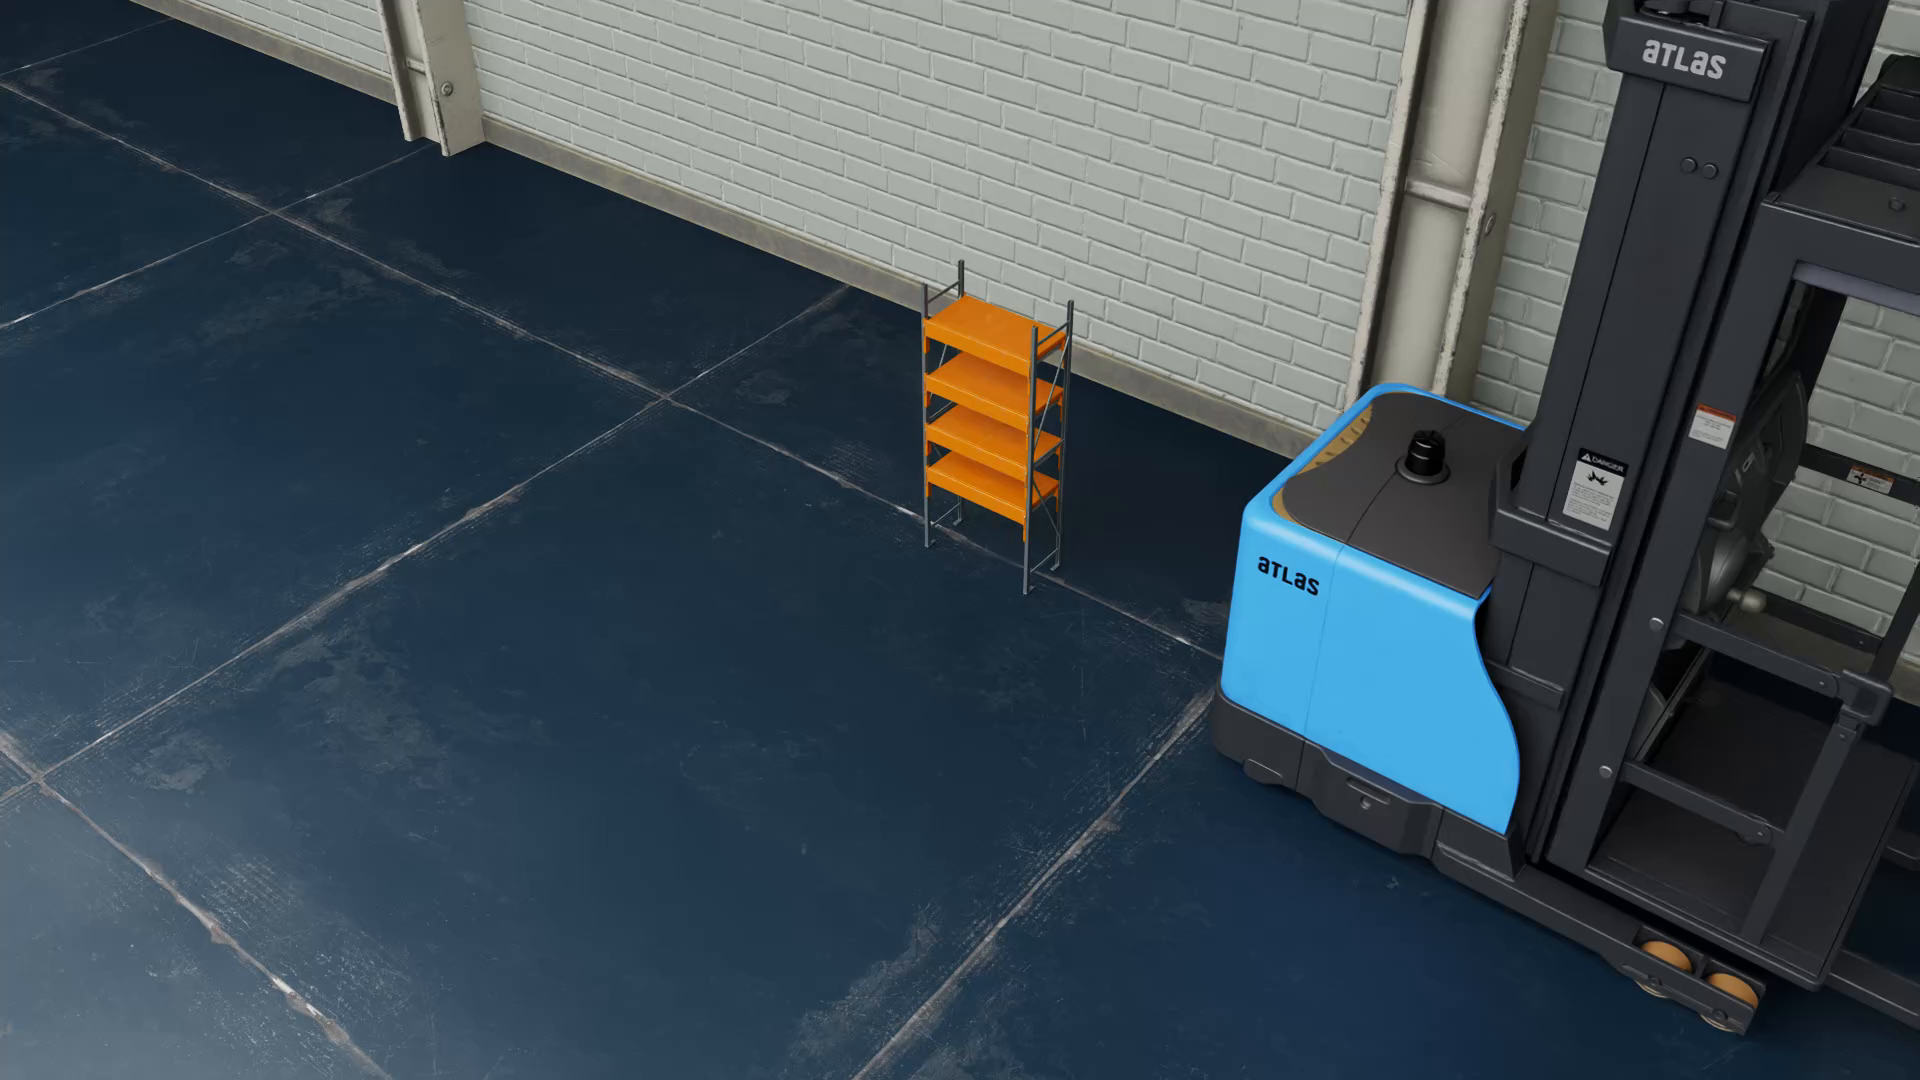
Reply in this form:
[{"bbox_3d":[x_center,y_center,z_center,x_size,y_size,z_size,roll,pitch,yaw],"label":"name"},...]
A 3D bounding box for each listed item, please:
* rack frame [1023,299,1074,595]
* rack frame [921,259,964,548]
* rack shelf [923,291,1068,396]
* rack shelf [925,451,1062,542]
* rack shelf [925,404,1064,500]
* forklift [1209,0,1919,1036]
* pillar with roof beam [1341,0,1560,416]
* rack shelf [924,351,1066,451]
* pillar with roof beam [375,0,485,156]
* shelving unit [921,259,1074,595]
[{"bbox_3d":[0.325,-0.319,6.184,0.015,1.200,0.240,25,45,29],"label":"rack frame"},{"bbox_3d":[-0.062,-0.502,6.418,0.015,1.200,0.240,25,45,29],"label":"rack frame"},{"bbox_3d":[0.131,-0.720,6.059,0.480,0.148,0.258,25,45,29],"label":"rack shelf"},{"bbox_3d":[0.131,-0.201,6.465,0.480,0.148,0.258,25,45,29],"label":"rack shelf"},{"bbox_3d":[0.131,-0.357,6.342,0.480,0.148,0.258,25,45,29],"label":"rack shelf"},{"bbox_3d":[2.339,-0.083,4.478,3.031,2.935,1.130,26,45,29],"label":"forklift"},{"bbox_3d":[-0.858,-1.542,1.420,0.400,9.000,9.100,25,45,29],"label":"pillar with roof beam"},{"bbox_3d":[0.131,-0.534,6.205,0.480,0.148,0.258,25,45,29],"label":"rack shelf"},{"bbox_3d":[-5.624,-3.789,4.290,0.400,9.000,9.100,25,45,29],"label":"pillar with roof beam"},{"bbox_3d":[0.131,-0.410,6.301,0.503,1.200,0.258,25,45,29],"label":"shelving unit"}]
